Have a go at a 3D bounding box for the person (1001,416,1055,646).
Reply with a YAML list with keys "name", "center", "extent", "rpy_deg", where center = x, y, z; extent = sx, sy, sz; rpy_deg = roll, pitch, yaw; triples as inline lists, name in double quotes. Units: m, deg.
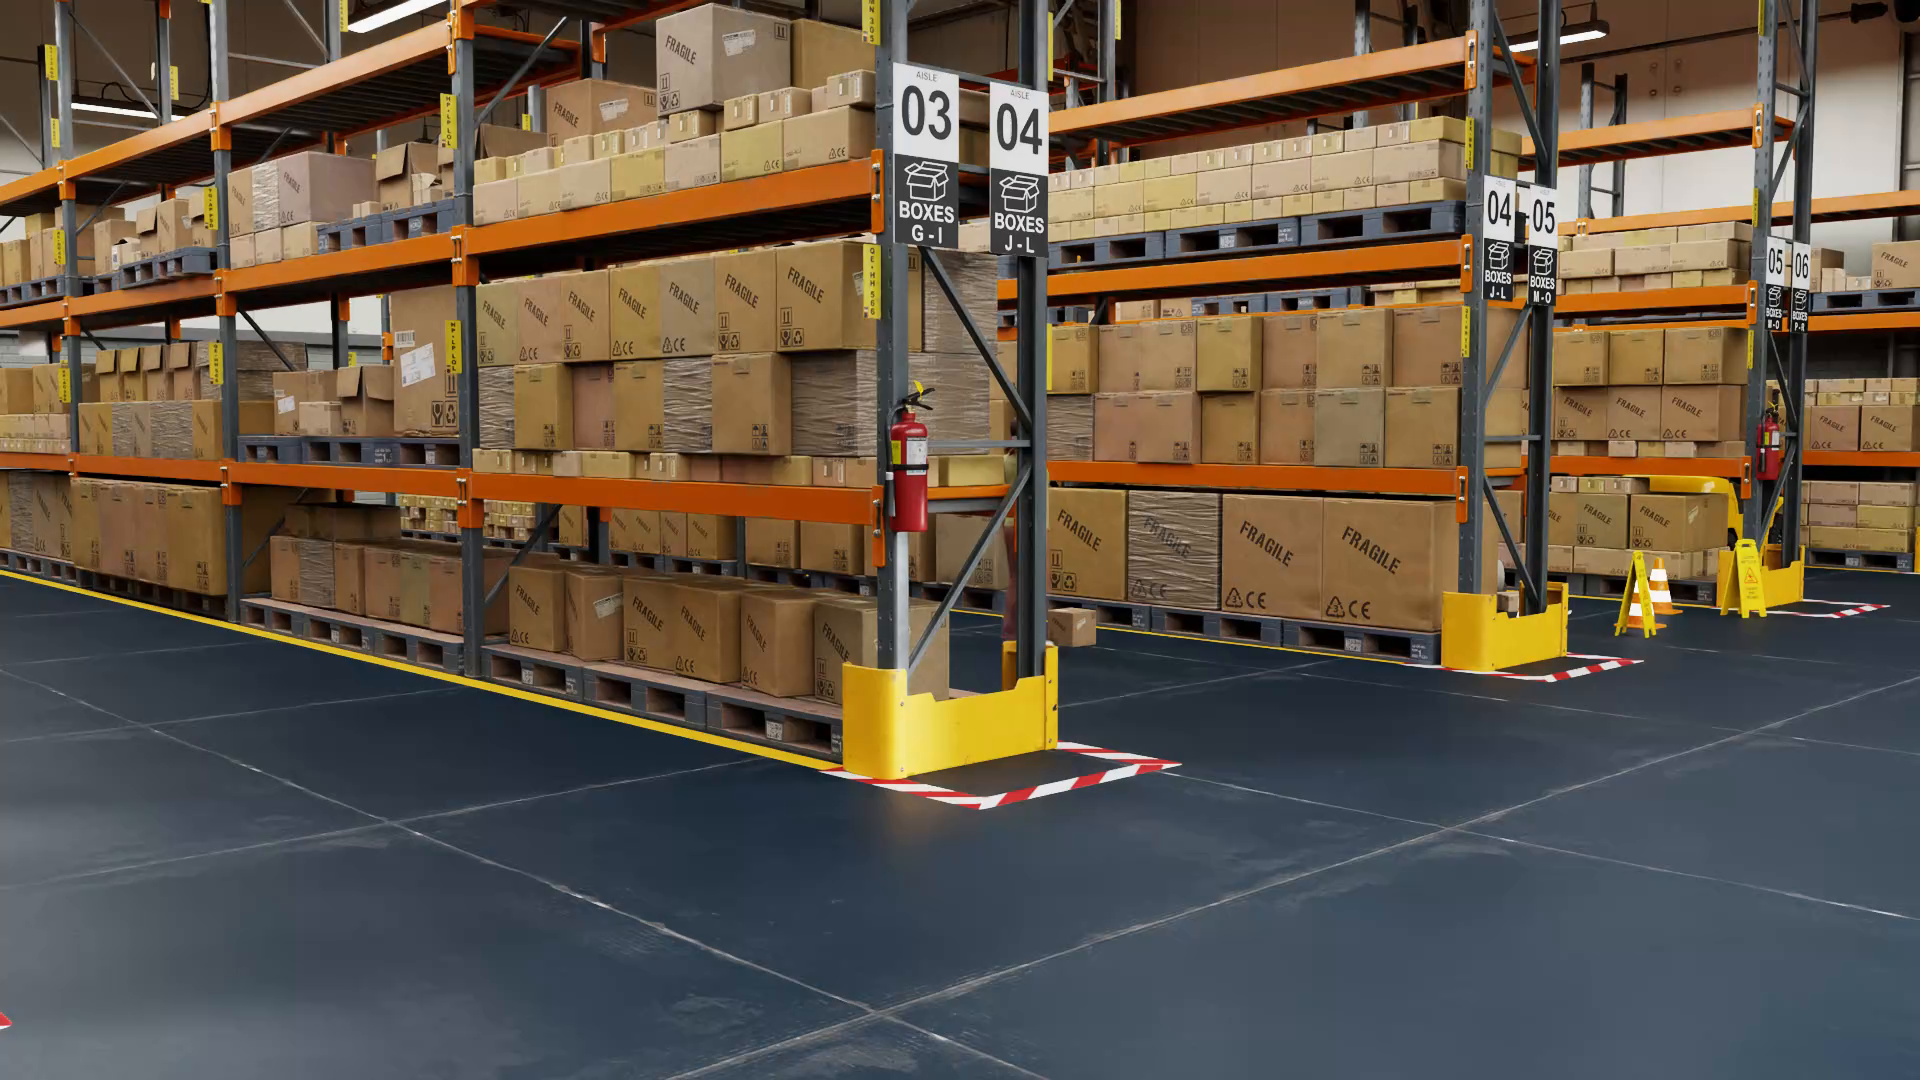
- name: "person"
  center: [0.462, -0.047, 11.738]
  extent: [0.372, 1.668, 0.440]
  rpy_deg: [-4, 5, -42]
